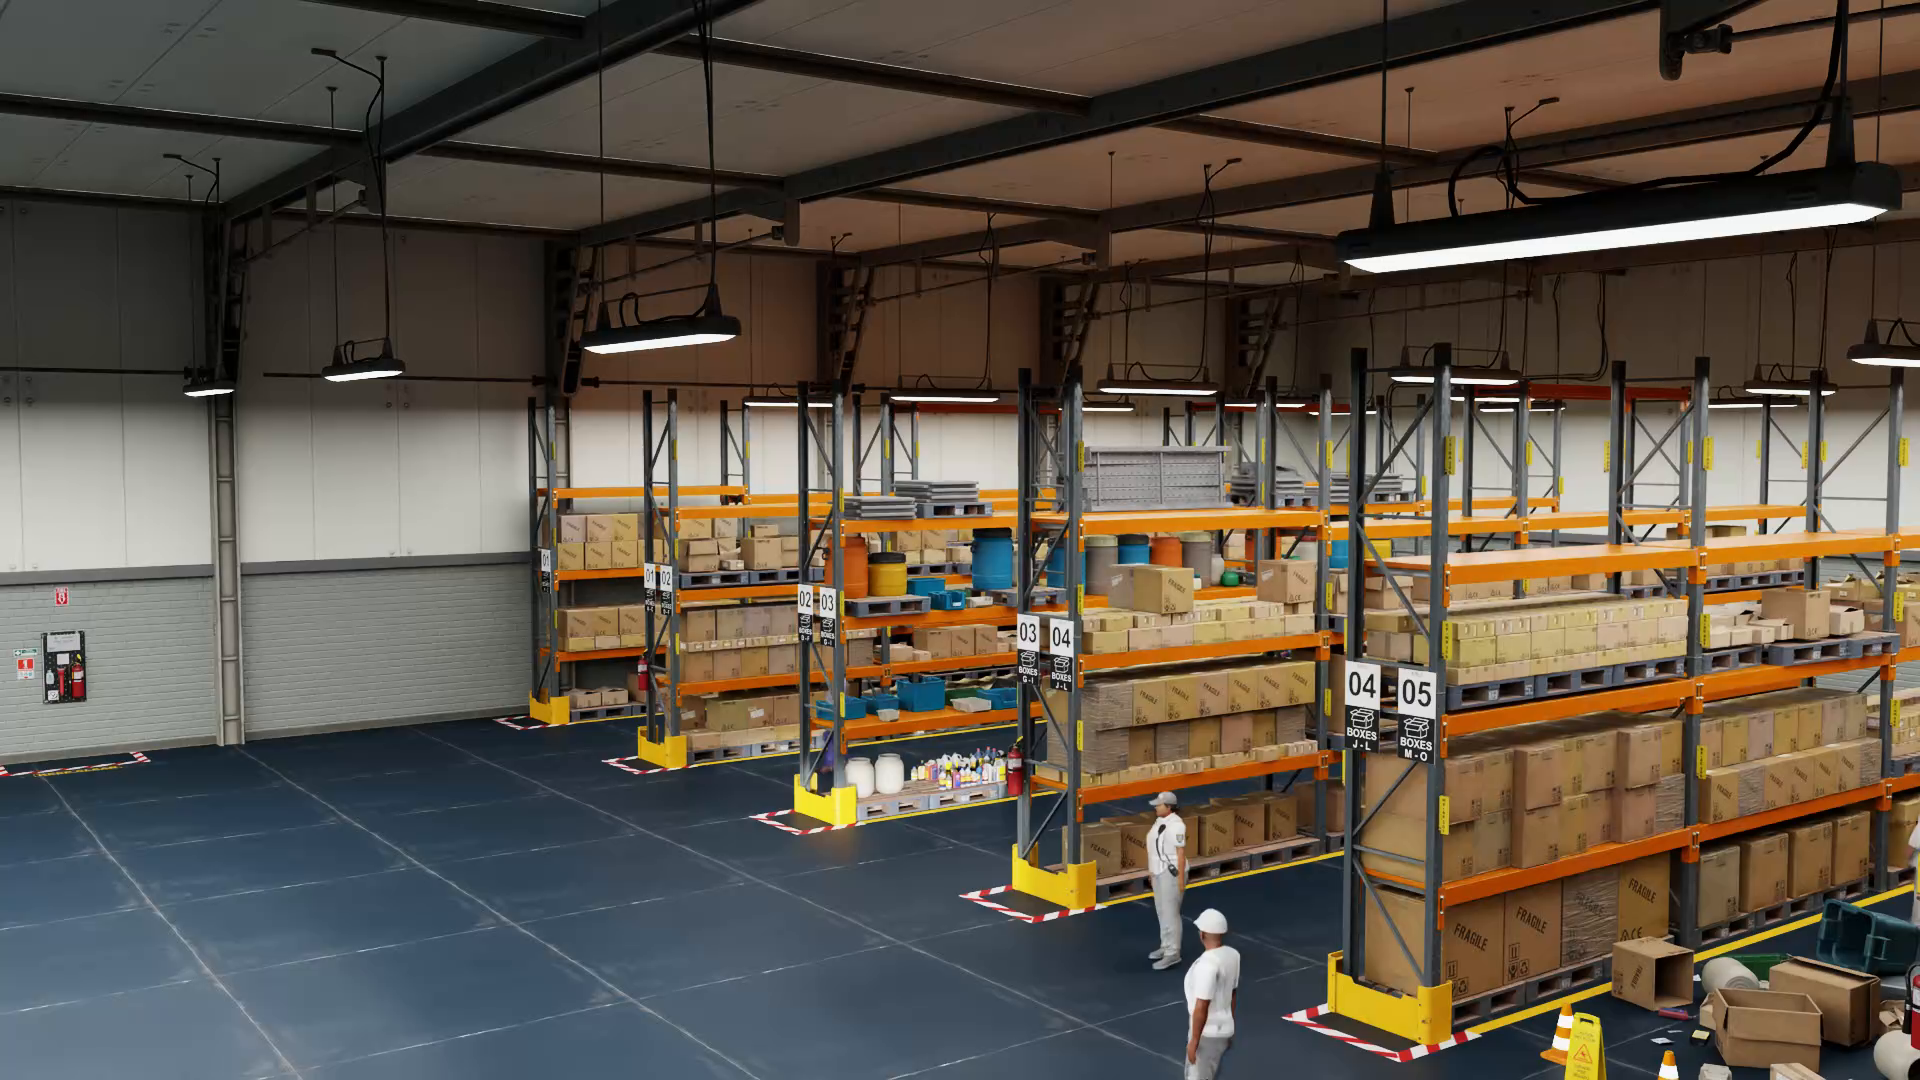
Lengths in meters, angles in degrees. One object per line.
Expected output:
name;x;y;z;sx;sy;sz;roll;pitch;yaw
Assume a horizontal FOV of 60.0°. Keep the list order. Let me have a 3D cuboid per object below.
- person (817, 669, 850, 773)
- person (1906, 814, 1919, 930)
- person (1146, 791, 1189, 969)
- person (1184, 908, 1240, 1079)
person;-1.959;2.811;26.132;0.367;1.690;0.611;2;4;28
person;10.302;3.248;17.519;0.632;1.791;0.431;1;3;9
person;2.049;3.357;16.567;0.452;1.682;0.594;-1;4;-16
person;1.850;3.556;12.057;0.694;1.758;0.505;0;3;0
